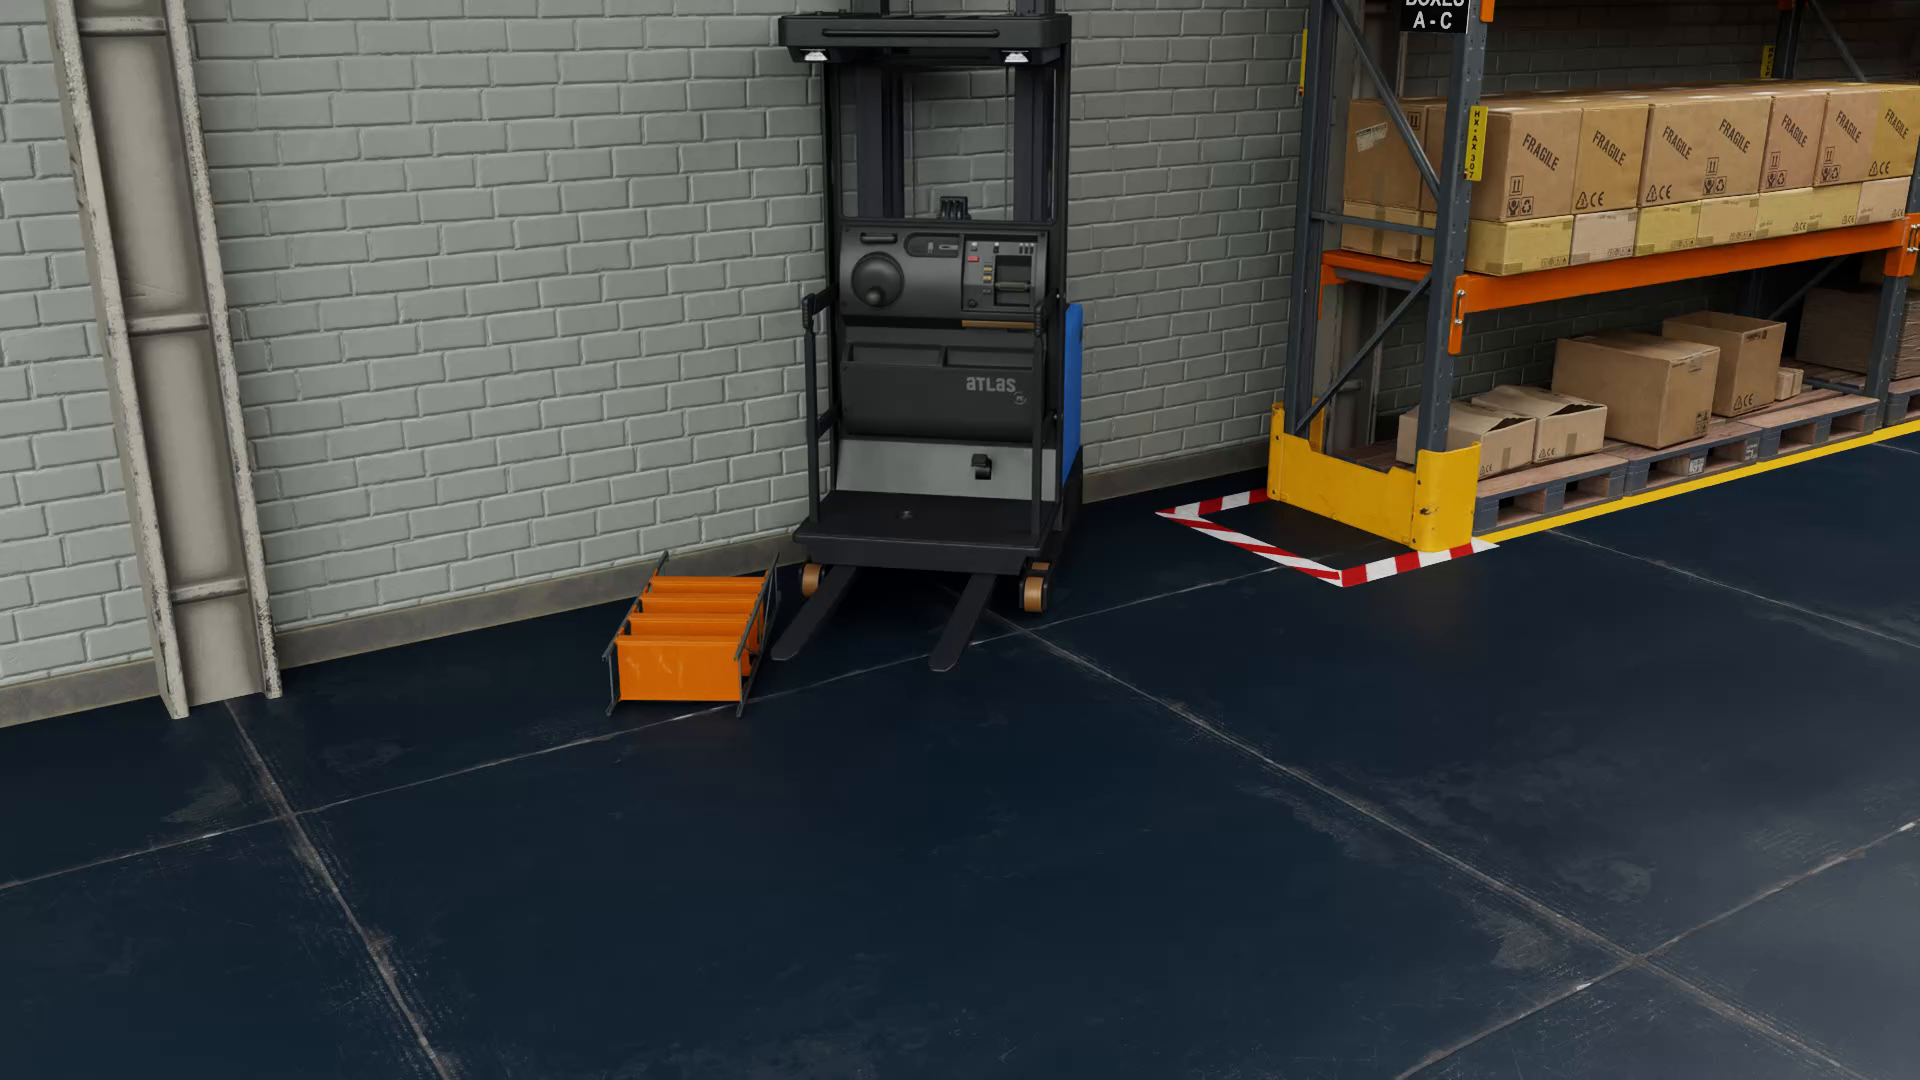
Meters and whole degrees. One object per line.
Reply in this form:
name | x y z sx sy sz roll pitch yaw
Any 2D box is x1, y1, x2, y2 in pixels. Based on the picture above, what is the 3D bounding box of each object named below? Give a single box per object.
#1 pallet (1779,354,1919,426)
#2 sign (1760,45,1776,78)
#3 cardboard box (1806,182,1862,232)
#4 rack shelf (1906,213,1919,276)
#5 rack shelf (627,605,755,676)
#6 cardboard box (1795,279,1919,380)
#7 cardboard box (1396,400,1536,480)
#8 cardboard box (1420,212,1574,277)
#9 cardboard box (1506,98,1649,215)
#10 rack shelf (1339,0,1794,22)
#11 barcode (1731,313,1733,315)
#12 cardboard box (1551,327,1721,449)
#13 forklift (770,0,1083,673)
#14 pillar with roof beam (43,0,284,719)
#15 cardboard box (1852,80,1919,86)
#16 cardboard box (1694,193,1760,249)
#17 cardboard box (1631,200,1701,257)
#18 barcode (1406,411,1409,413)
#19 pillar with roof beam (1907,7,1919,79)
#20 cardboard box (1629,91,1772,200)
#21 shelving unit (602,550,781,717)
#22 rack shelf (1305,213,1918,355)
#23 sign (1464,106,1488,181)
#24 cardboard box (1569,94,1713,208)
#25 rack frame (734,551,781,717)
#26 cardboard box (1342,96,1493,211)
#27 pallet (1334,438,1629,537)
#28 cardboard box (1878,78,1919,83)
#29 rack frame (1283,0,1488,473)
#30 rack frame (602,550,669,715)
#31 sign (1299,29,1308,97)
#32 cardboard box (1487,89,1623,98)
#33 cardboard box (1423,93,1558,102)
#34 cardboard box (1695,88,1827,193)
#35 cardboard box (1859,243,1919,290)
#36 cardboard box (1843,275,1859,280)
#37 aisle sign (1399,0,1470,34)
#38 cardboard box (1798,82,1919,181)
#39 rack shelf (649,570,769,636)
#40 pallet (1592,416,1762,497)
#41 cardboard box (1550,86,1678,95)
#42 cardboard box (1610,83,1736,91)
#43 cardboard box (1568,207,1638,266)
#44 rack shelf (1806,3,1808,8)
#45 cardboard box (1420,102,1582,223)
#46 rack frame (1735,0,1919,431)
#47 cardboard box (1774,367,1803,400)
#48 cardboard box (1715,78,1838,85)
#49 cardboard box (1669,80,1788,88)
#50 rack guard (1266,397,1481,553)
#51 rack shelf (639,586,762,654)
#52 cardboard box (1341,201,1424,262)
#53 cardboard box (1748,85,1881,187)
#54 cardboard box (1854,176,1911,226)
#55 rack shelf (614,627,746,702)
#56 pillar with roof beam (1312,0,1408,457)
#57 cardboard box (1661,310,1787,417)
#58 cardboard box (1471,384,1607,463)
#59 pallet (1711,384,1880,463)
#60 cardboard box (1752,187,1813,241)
pallet | 6.016 -1.046 11.008 1.213 0.211 1.003 -12 22 -31
sign | 5.058 -2.925 10.407 0.005 0.325 0.100 -12 22 -31
cardboard box | 4.717 -1.918 9.436 0.500 0.250 0.500 -12 22 -31
rack shelf | 7.037 -2.241 11.312 4.000 0.370 1.077 -12 22 -31
rack shelf | -1.060 0.402 6.595 0.480 0.258 0.148 0 19 1
cardboard box | 5.972 -1.388 10.881 0.500 0.500 0.700 -11 22 -30
cardboard box | 2.653 -0.557 8.720 0.500 0.311 0.500 -15 24 -37
cardboard box | 2.608 -1.464 8.095 0.500 0.250 0.500 -13 22 -33
cardboard box | 3.008 -1.906 8.232 0.500 0.500 0.500 -12 22 -31
rack shelf | 3.696 -2.957 8.748 4.000 0.370 1.077 -12 22 -31
barcode | 4.784 -1.374 10.342 0.075 0.075 0.001 -12 22 -31
cardboard box | 3.770 -0.863 9.330 0.500 0.500 0.700 -14 23 -35
forklift | -0.111 -1.191 7.190 1.130 2.935 3.031 3 19 10
pillar with roof beam | -0.509 -2.513 1.627 0.400 9.000 9.100 -12 22 -31
cardboard box | 5.810 -2.565 10.307 0.500 0.500 0.700 -12 22 -31
cardboard box | 3.886 -1.736 8.899 0.500 0.250 0.500 -12 22 -31
cardboard box | 3.463 -1.647 8.637 0.500 0.250 0.500 -12 22 -32
barcode | 2.448 -0.672 9.045 0.075 0.075 0.001 -12 22 -31
pillar with roof beam | 9.513 -4.627 7.879 0.400 9.000 9.100 -12 22 -31
cardboard box | 3.868 -2.090 8.775 0.500 0.500 0.500 -11 22 -30
shelving unit | -1.056 0.352 6.743 0.503 0.258 1.200 0 19 1
rack shelf | 3.696 -1.536 9.228 4.000 0.370 1.077 -12 22 -31
sign | 2.324 -1.790 7.503 0.005 0.325 0.100 -12 22 -31
cardboard box | 3.443 -1.996 8.496 0.500 0.500 0.500 -13 22 -33
rack frame | -0.812 0.354 6.738 0.015 0.240 1.200 0 19 1
cardboard box | 2.303 -1.958 8.385 0.500 0.500 0.500 -12 22 -32
pallet | 2.787 -0.351 8.952 1.213 0.211 1.003 -12 22 -31
cardboard box | 6.281 -2.662 10.592 0.500 0.500 0.700 -9 21 -26
rack frame | 2.026 -1.525 8.071 0.127 3.000 1.000 -12 22 -31
rack frame | -1.300 0.350 6.749 0.015 0.240 1.200 0 19 1
sign | 1.737 -2.375 8.284 0.005 0.325 0.100 -12 22 -31
cardboard box | 3.158 -2.136 8.913 0.500 0.500 0.500 -13 22 -33
cardboard box | 2.728 -2.044 8.640 0.500 0.500 0.500 -12 22 -31
cardboard box | 4.302 -2.182 9.046 0.500 0.500 0.500 -13 22 -33
cardboard box | 6.338 -1.821 10.994 0.500 0.250 0.500 -12 22 -33
cardboard box | 6.376 -1.492 11.190 0.500 0.500 0.700 -12 22 -32
aisle sign | 2.131 -2.663 7.380 0.004 0.787 0.394 -12 22 -31
cardboard box | 5.142 -2.357 9.565 0.500 0.500 0.500 -12 22 -32
rack shelf | -1.049 0.267 6.995 0.480 0.258 0.148 0 19 1
pallet | 3.805 -0.564 9.584 1.213 0.211 1.003 -12 22 -31
cardboard box | 3.578 -2.225 9.175 0.500 0.500 0.500 -12 22 -31
cardboard box | 4.006 -2.319 9.454 0.500 0.500 0.500 -11 22 -30
cardboard box | 3.034 -1.559 8.377 0.500 0.250 0.500 -13 22 -33
rack shelf | 7.037 -3.662 10.832 4.000 0.370 1.077 -12 22 -31
cardboard box | 2.590 -1.822 7.983 0.500 0.500 0.500 -12 22 -31
rack frame | 5.367 -2.229 10.155 0.127 3.000 1.000 -12 22 -31
cardboard box | 4.936 -0.993 10.236 0.250 0.166 0.380 -16 24 -38
cardboard box | 4.859 -2.496 9.976 0.500 0.500 0.500 -13 22 -33
cardboard box | 4.425 -2.406 9.709 0.500 0.500 0.500 -12 22 -32
rack guard | 2.089 -0.354 8.511 0.348 0.500 1.175 -12 22 -31
rack shelf | -1.054 0.331 6.807 0.480 0.258 0.148 0 19 1
cardboard box | 2.310 -1.597 8.489 0.500 0.250 0.500 -12 22 -31
cardboard box | 4.728 -2.267 9.300 0.500 0.500 0.500 -12 22 -32
cardboard box | 5.138 -2.003 9.689 0.500 0.250 0.500 -12 22 -31
rack shelf | -1.065 0.478 6.371 0.480 0.258 0.148 0 19 1
pillar with roof beam | 4.502 -3.570 4.753 0.400 9.000 9.100 -12 22 -31
cardboard box | 4.522 -1.060 9.912 0.500 0.500 0.500 -14 23 -35
cardboard box | 3.129 -0.657 9.017 0.500 0.311 0.500 -10 21 -27
pallet | 4.825 -0.780 10.224 1.213 0.211 1.003 -12 22 -31
cardboard box | 4.305 -1.825 9.162 0.500 0.250 0.500 -12 22 -32
